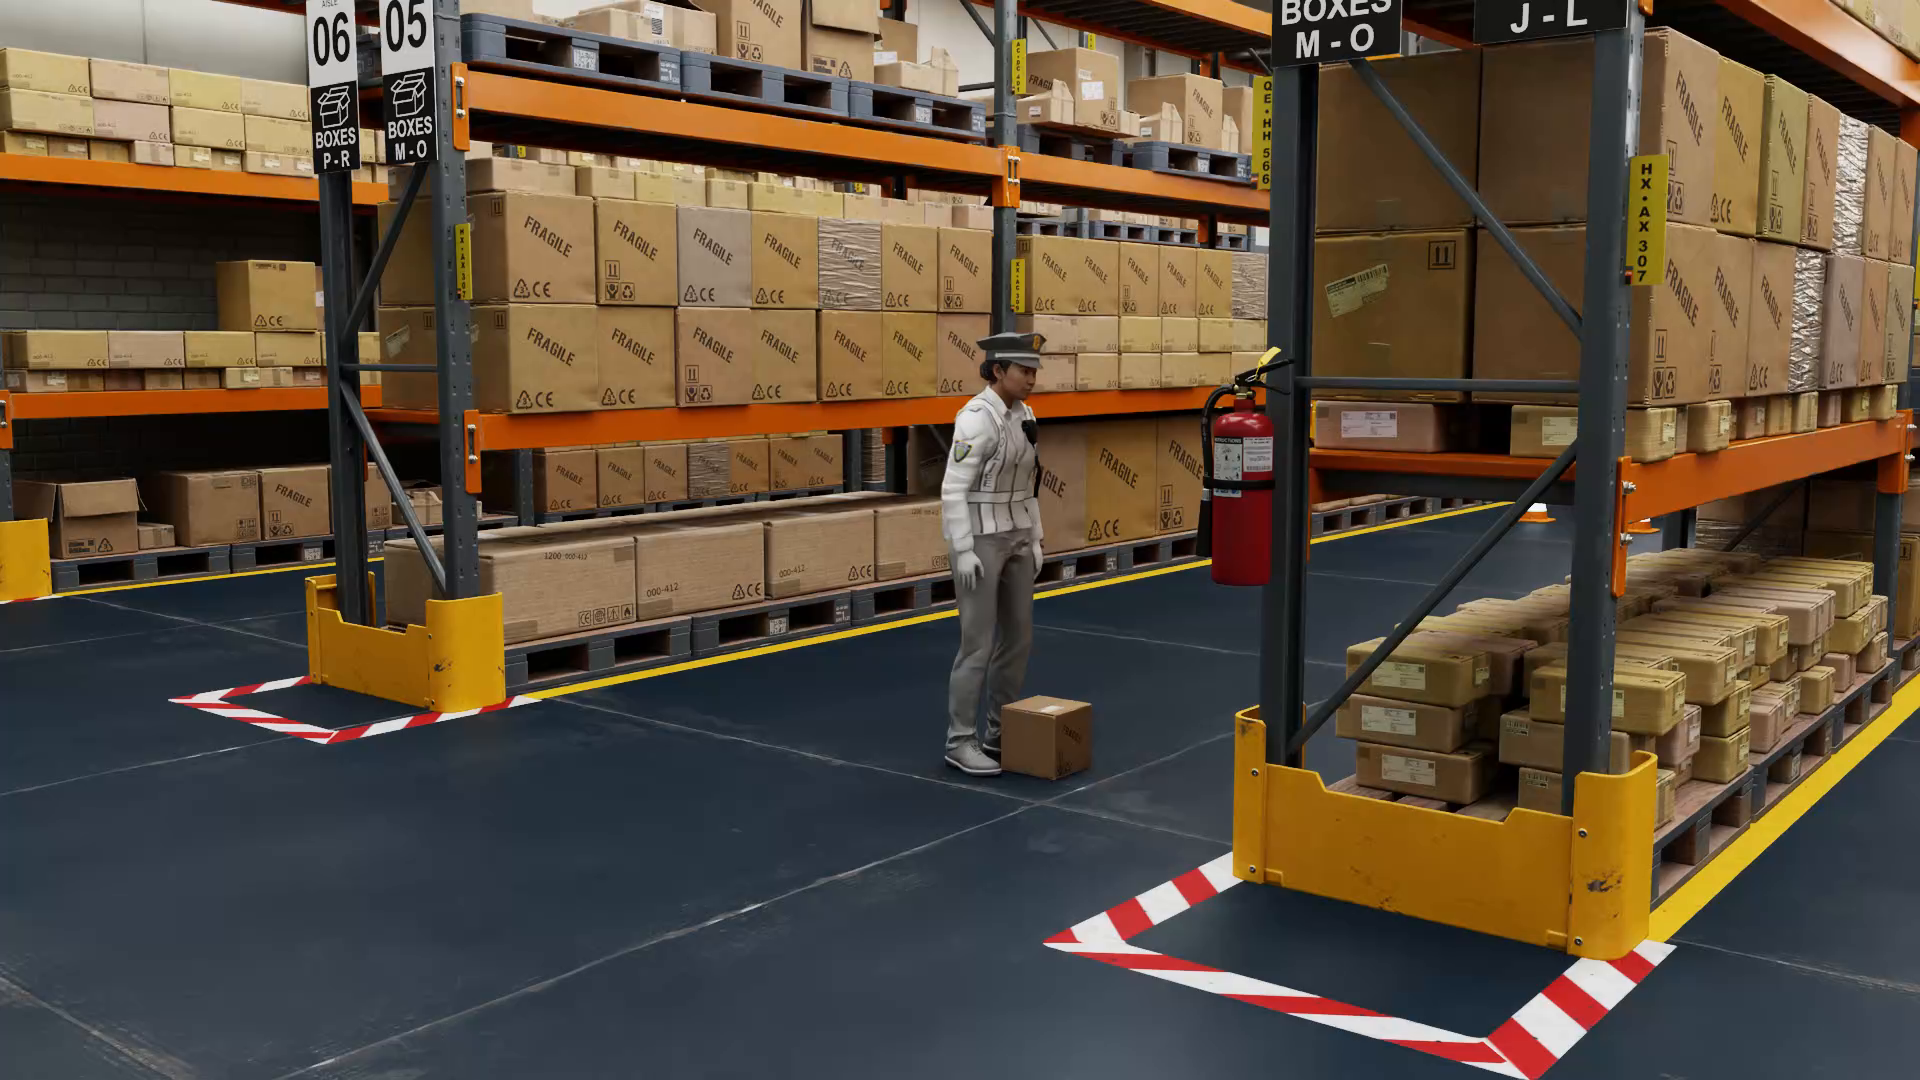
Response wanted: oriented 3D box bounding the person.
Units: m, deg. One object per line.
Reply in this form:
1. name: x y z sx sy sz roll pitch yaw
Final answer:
1. person: 0.142 0.036 6.422 0.378 1.663 0.531 5 9 38
